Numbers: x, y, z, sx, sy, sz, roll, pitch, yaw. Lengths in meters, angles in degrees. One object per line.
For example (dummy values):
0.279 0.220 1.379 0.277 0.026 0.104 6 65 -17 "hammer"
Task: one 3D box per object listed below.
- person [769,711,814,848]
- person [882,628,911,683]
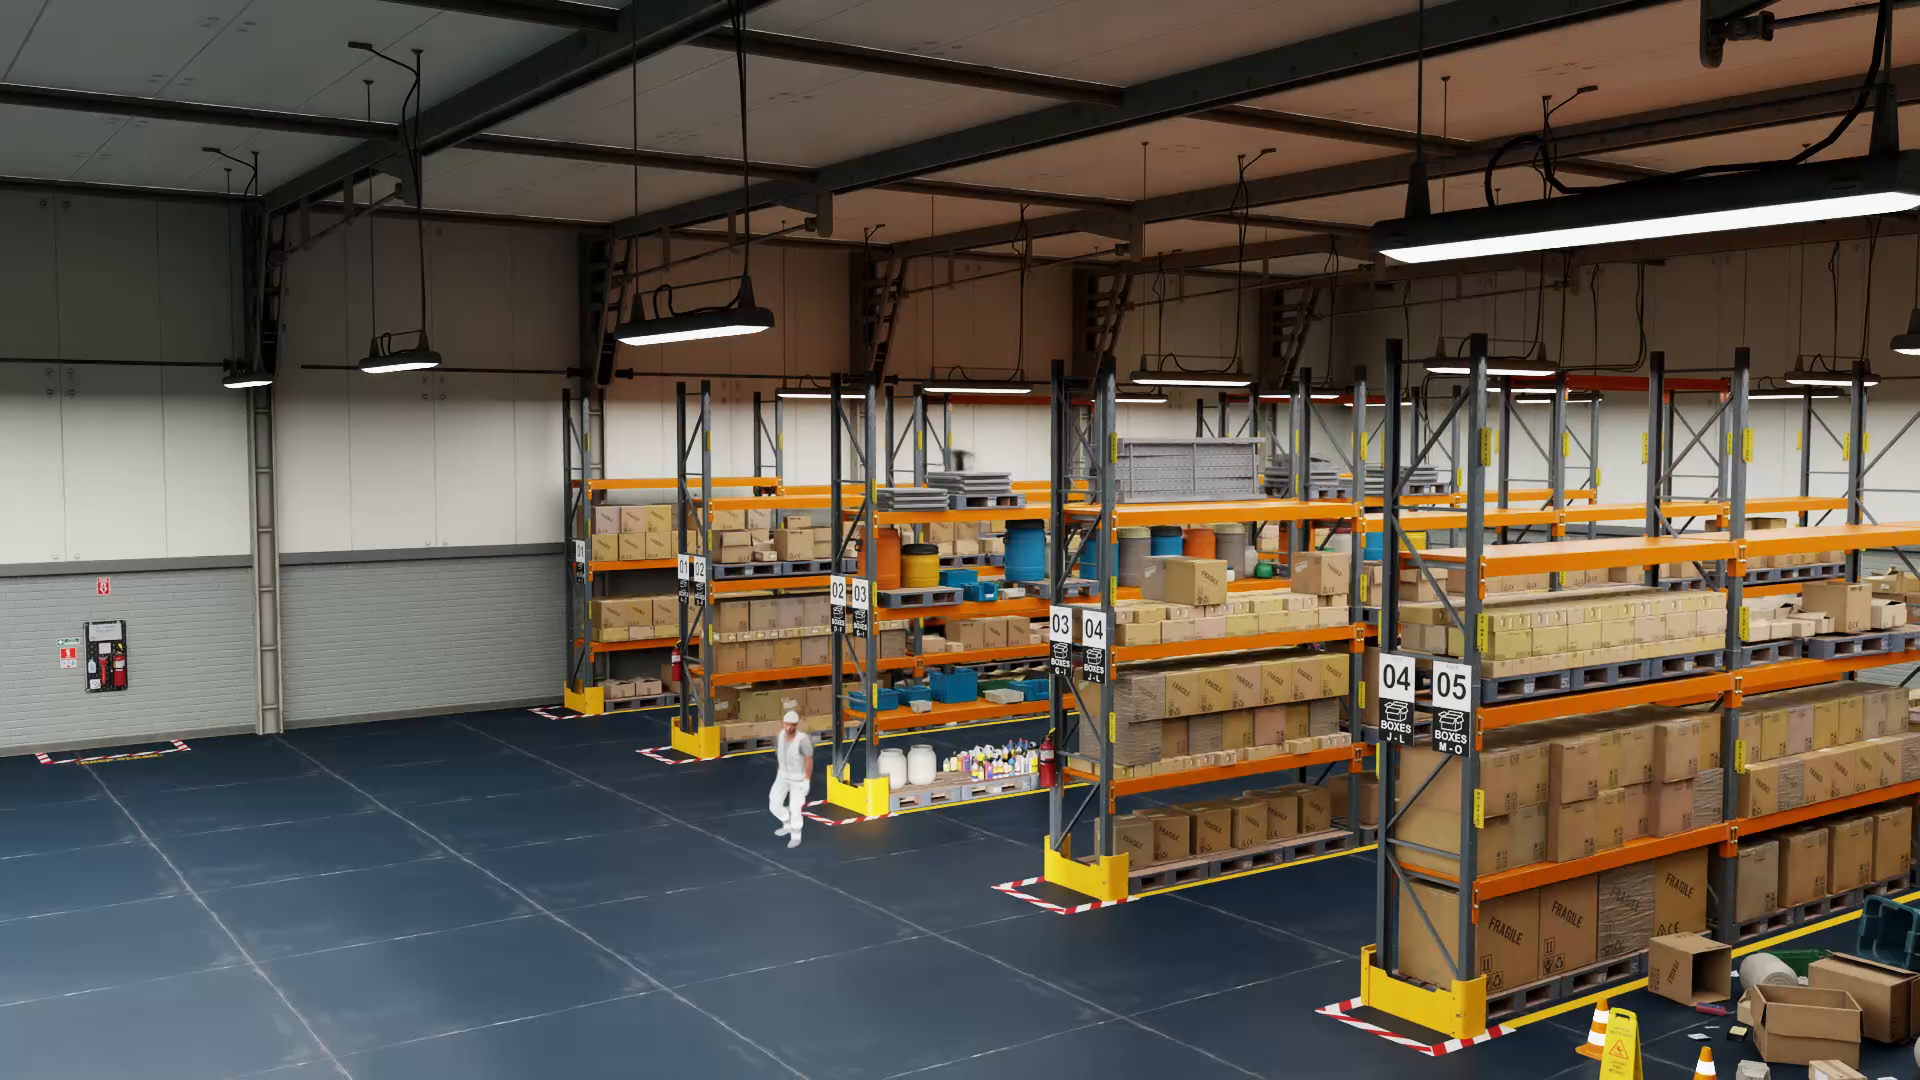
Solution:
-2.093 2.973 20.709 0.684 1.762 0.595 2 4 24 "person"
-1.341 2.231 32.402 0.832 1.774 0.604 -3 5 -39 "person"
